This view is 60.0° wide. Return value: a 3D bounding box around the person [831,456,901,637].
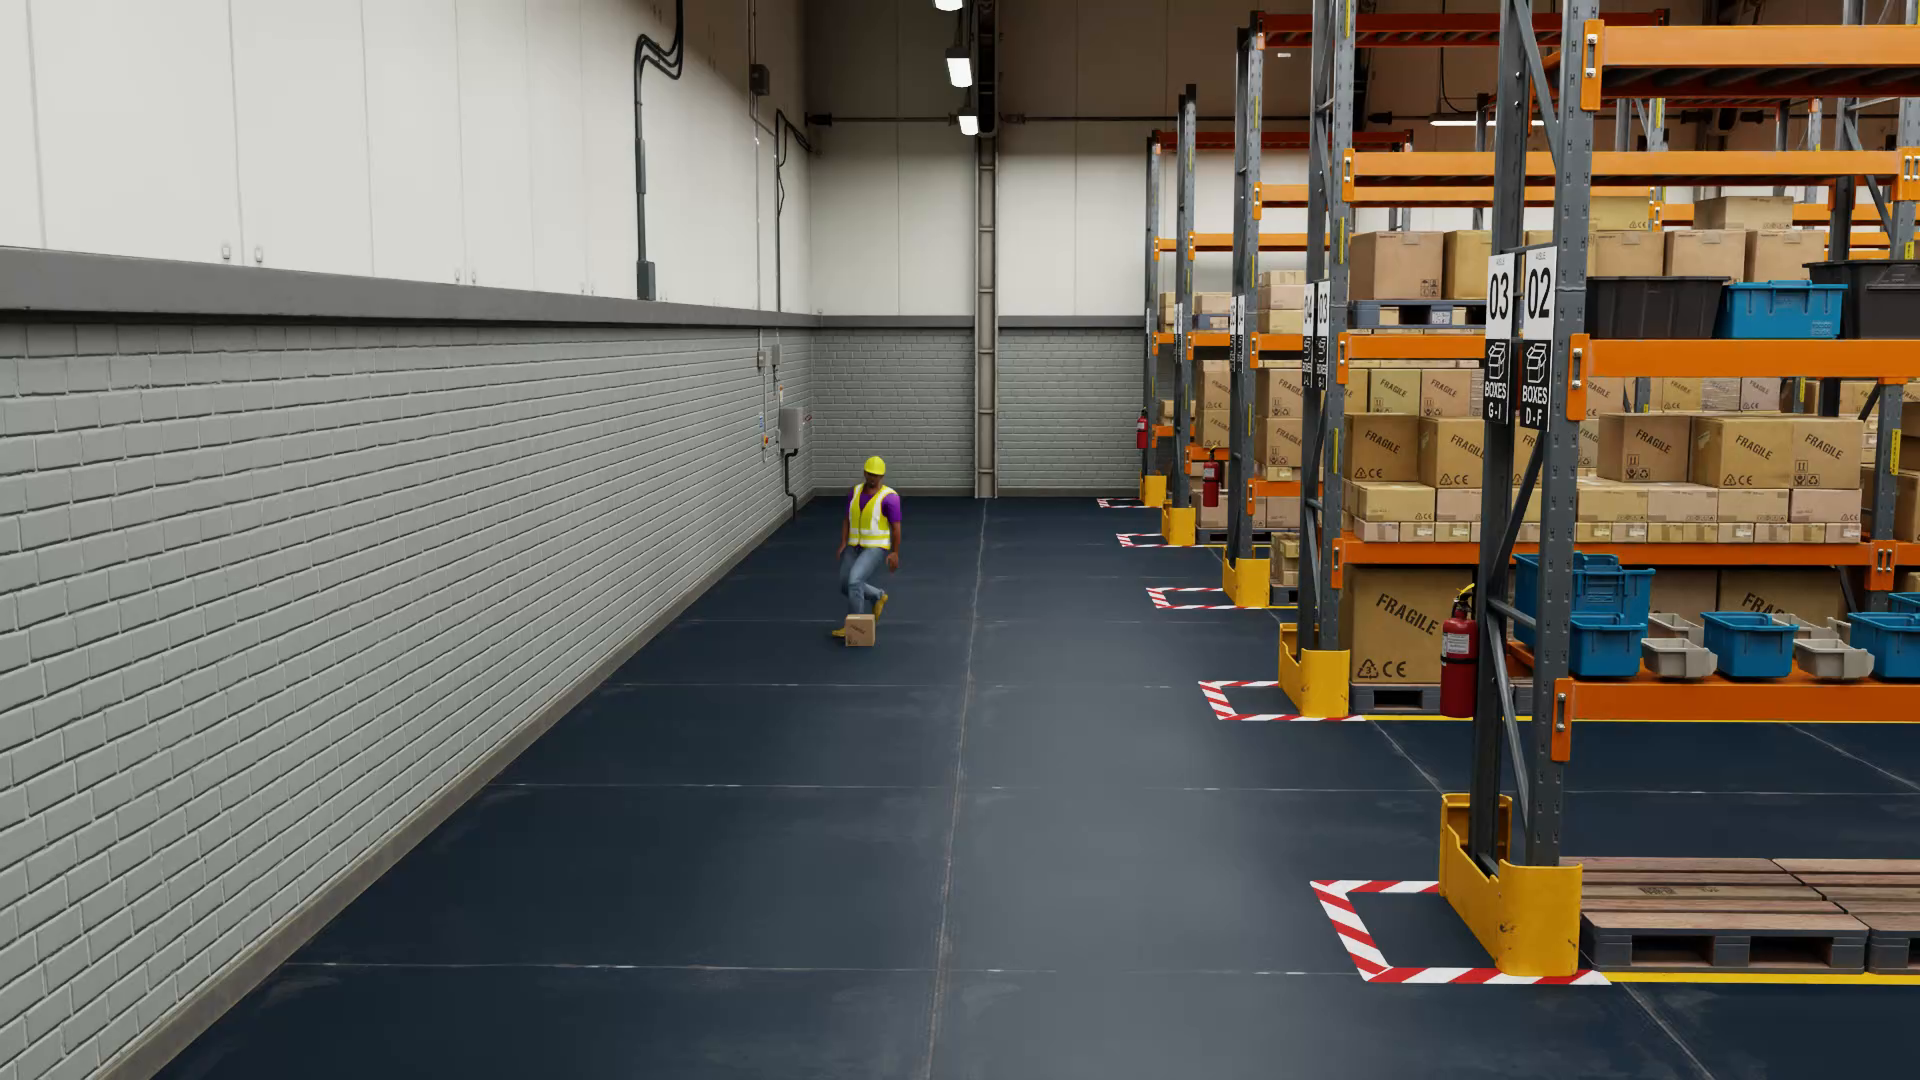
[{"bbox_3d":[-0.895,0.052,15.622,0.561,1.675,0.801,5,9,37],"label":"person"}]
